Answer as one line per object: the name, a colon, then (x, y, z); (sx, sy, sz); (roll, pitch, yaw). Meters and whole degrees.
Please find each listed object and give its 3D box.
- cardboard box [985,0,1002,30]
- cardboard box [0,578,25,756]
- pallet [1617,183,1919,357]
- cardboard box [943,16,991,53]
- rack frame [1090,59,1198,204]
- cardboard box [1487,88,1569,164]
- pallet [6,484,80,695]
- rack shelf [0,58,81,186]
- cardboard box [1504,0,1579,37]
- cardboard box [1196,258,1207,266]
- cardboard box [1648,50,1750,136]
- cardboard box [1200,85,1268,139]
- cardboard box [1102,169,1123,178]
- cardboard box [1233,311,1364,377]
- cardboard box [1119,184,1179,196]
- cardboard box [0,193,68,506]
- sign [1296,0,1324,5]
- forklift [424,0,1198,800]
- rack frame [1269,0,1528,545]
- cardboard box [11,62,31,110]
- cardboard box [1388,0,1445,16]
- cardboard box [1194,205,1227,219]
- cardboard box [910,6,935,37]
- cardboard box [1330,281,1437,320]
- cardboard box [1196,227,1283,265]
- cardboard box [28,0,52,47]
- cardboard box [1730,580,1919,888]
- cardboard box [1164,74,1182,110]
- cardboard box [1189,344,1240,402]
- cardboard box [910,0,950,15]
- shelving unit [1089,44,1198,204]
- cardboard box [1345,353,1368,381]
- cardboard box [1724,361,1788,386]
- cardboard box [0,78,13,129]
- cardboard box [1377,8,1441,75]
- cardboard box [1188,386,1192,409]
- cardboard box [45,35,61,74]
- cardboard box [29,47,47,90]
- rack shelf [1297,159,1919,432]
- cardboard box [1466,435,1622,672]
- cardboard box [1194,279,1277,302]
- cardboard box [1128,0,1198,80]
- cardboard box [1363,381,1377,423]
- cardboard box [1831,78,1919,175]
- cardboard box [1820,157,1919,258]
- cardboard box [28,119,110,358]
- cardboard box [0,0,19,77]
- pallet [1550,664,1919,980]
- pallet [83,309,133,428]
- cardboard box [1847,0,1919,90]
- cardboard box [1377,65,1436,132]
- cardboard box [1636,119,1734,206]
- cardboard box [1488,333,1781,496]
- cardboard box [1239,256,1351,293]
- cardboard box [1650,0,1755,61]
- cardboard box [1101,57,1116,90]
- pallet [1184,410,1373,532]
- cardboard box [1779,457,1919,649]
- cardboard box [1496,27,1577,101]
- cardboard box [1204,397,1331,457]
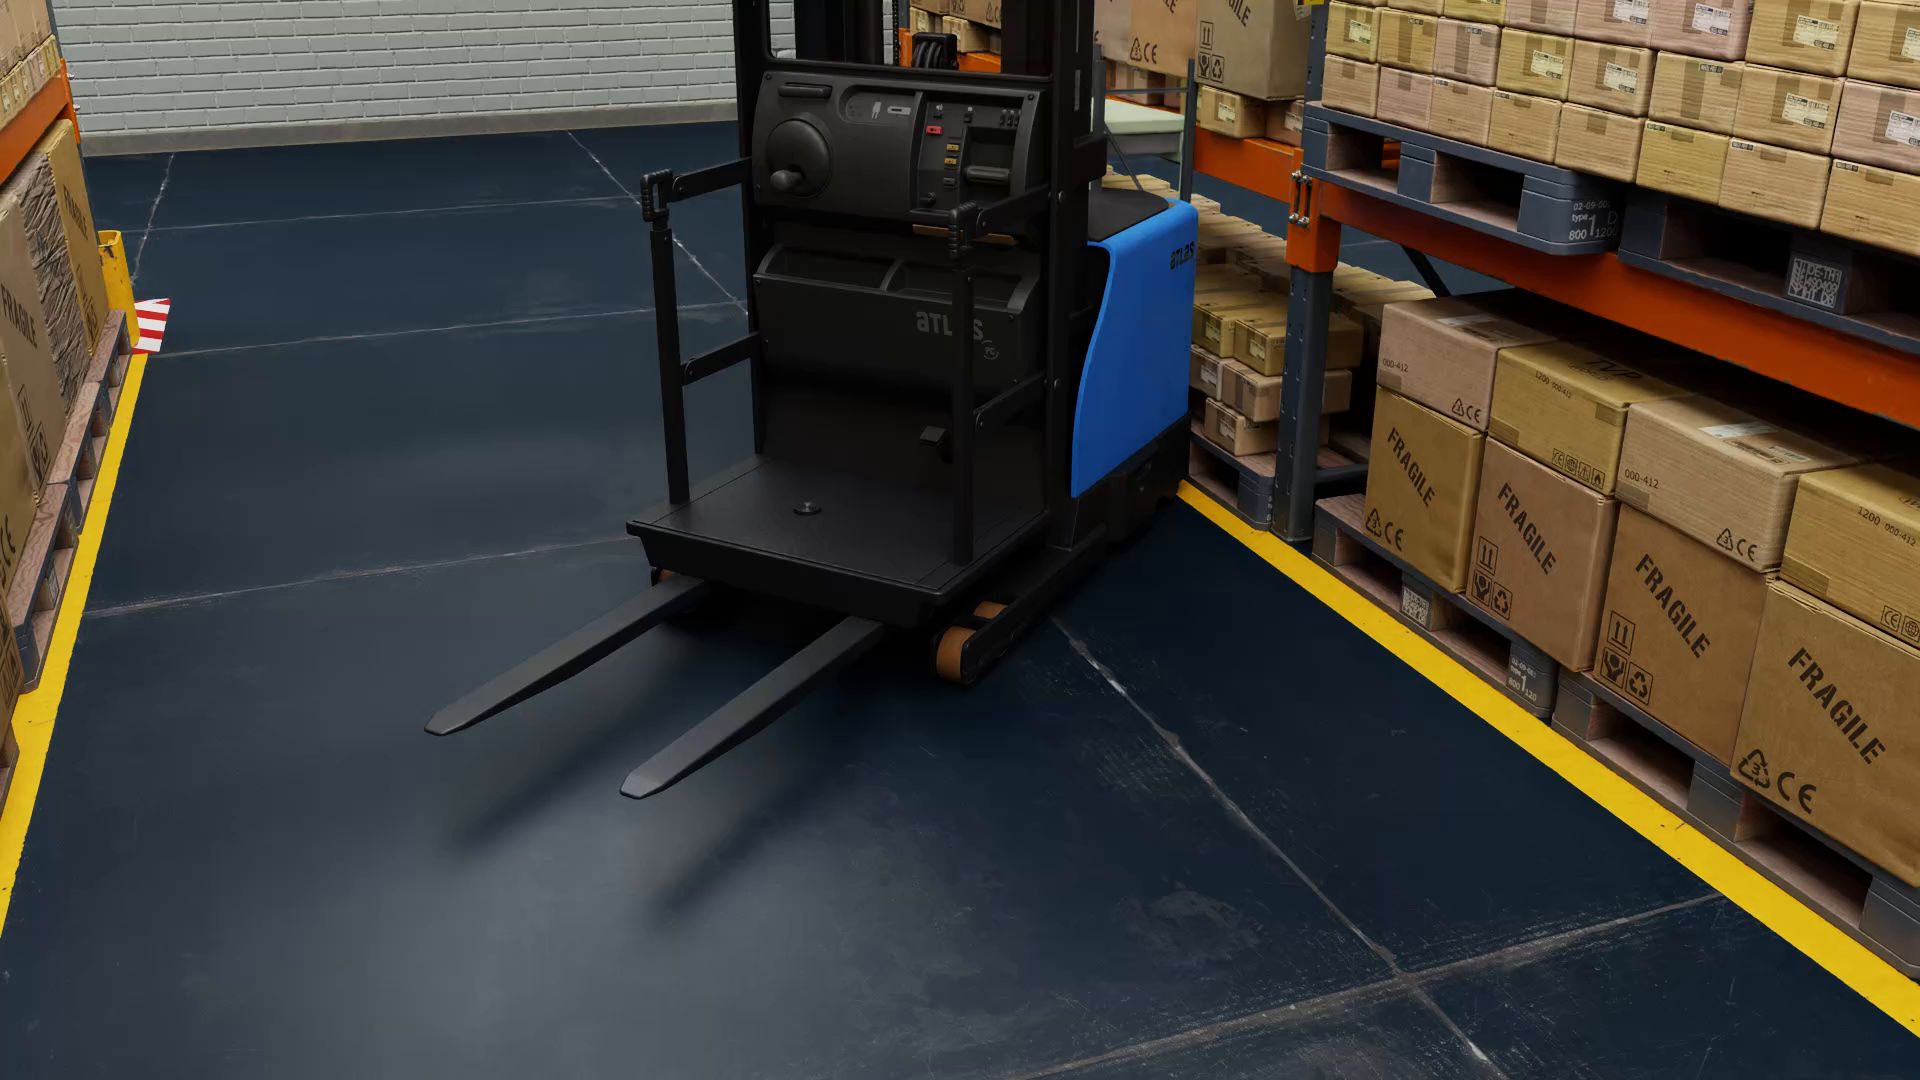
cardboard box: (0.433, -2.520, 7.356); (0.500, 0.500, 0.500); (-8, 24, -18)
cardboard box: (-2.859, 0.204, 3.599); (1.225, 0.875, 0.875); (-8, 24, -19)
pallet: (2.247, -0.627, 3.623); (1.003, 0.211, 1.213); (-8, 24, -19)
cardboard box: (0.140, -2.438, 7.997); (0.380, 0.149, 0.250); (-9, 24, -20)
rack frame: (0.638, -0.954, 5.997); (0.400, 1.500, 0.023); (-8, 22, -22)
cardboard box: (1.556, -1.044, 4.148); (0.380, 0.149, 0.250); (-8, 24, -18)
pallet: (-3.300, 0.186, 5.036); (1.003, 0.211, 1.213); (-8, 24, -19)
rack shelf: (-3.811, -1.207, 5.677); (1.077, 0.370, 4.000); (-8, 24, -19)
cardboard box: (1.559, -1.316, 4.027); (0.380, 0.149, 0.250); (-9, 24, -20)
cardboard box: (0.780, -1.070, 6.792); (0.380, 0.149, 0.250); (-10, 25, -22)
cardboard box: (1.749, -0.988, 3.632); (0.380, 0.149, 0.250); (-9, 24, -20)
cardboard box: (1.059, -1.490, 5.746); (0.380, 0.149, 0.250); (-9, 24, -20)
cardboard box: (0.618, -1.806, 8.537); (0.380, 0.149, 0.250); (-8, 24, -18)
cardboard box: (1.202, -0.703, 5.919); (0.380, 0.149, 0.250); (-8, 24, -17)
cardboard box: (0.860, -1.626, 8.111); (0.380, 0.149, 0.250); (-9, 25, -21)
cardboard box: (-3.580, -0.604, 5.515); (0.875, 0.875, 0.875); (-8, 24, -19)
sign: (1.067, -1.777, 4.990); (0.100, 0.325, 0.005); (-8, 24, -19)
forklift: (-0.301, -1.136, 4.672); (1.130, 2.935, 3.031); (12, 26, 26)
rack frame: (1.572, -1.455, 5.341); (1.000, 3.000, 0.127); (-8, 24, -19)
cardboard box: (-3.721, -1.694, 6.231); (0.380, 0.149, 0.250); (-9, 24, -20)
cardboard box: (1.385, -1.501, 4.465); (0.380, 0.149, 0.250); (-8, 24, -18)
cardboard box: (0.997, -1.426, 7.634); (0.380, 0.149, 0.250); (-9, 25, -21)
cardboard box: (-0.034, -2.630, 8.452); (0.380, 0.149, 0.250); (-9, 24, -19)
cardboard box: (1.602, -0.871, 6.319); (0.380, 0.149, 0.250); (-7, 24, -16)
cardboard box: (1.166, -1.239, 7.192); (0.380, 0.149, 0.250); (-9, 25, -21)
cardboard box: (-4.098, -2.193, 6.902); (0.500, 0.250, 0.500); (-9, 24, -20)
cardboard box: (2.126, 0.374, 3.678); (0.500, 0.500, 0.500); (-9, 25, -21)
cardboard box: (0.993, -1.698, 6.241); (0.380, 0.149, 0.250); (-9, 24, -20)
cardboard box: (1.056, -0.640, 6.153); (0.380, 0.149, 0.250); (-10, 25, -22)
cardboard box: (0.059, -2.891, 8.235); (0.500, 0.500, 0.500); (-7, 24, -16)
shelving unit: (0.493, -1.074, 6.311); (0.431, 1.500, 0.755); (-8, 22, -22)
cardboard box: (1.570, -0.727, 6.361); (0.380, 0.149, 0.250); (-8, 24, -19)
cardboard box: (2.240, -0.418, 4.592); (0.500, 0.250, 0.500); (-7, 24, -16)
cardboard box: (-3.544, -1.510, 5.793); (0.380, 0.149, 0.250); (-8, 24, -18)
cardboard box: (1.374, -1.370, 4.538); (0.380, 0.149, 0.250); (-9, 24, -20)
cardboard box: (0.947, -0.624, 6.498); (0.380, 0.149, 0.250); (-9, 25, -21)
cardboard box: (-4.083, -2.065, 7.111); (0.380, 0.149, 0.250); (-8, 24, -18)
cardboard box: (-3.902, -1.879, 6.669); (0.380, 0.149, 0.250); (-8, 24, -19)
rack shelf: (2.278, -0.397, 3.756); (1.077, 0.370, 4.000); (-8, 24, -19)
cardboard box: (1.773, 0.000, 4.566); (0.500, 0.500, 0.500); (-7, 24, -17)
cardboard box: (0.980, -0.880, 6.339); (0.380, 0.149, 0.250); (-9, 24, -19)
cardboard box: (0.954, -1.964, 6.037); (0.500, 0.500, 0.500); (-9, 24, -20)
cardboard box: (1.744, -0.512, 6.232); (0.380, 0.149, 0.250); (-9, 25, -21)
cardboard box: (1.926, -0.802, 3.191); (0.380, 0.149, 0.250); (-8, 24, -18)
cardboard box: (1.932, -0.663, 3.243); (0.380, 0.149, 0.250); (-8, 24, -17)
cardboard box: (-4.216, -1.258, 7.067); (0.875, 0.875, 0.875); (-8, 24, -19)
cardboard box: (-3.739, -1.824, 6.026); (0.500, 0.250, 0.500); (-9, 25, -21)
pallet: (2.283, 0.556, 4.158); (1.003, 0.211, 1.213); (-8, 24, -19)
pallet: (-4.162, -0.700, 7.139); (1.003, 0.211, 1.213); (-8, 24, -19)
cardboard box: (1.928, -0.939, 3.133); (0.380, 0.149, 0.250); (-7, 24, -16)
cardboard box: (1.384, -1.227, 4.582); (0.380, 0.149, 0.250); (-8, 24, -18)
cardboard box: (1.747, -0.853, 3.695); (0.380, 0.149, 0.250); (-9, 24, -20)
cardboard box: (1.776, -0.345, 4.418); (0.500, 0.250, 0.500); (-8, 24, -18)
cardboard box: (1.353, -1.048, 6.738); (0.380, 0.149, 0.250); (-9, 24, -20)
cardboard box: (1.738, -1.131, 3.589); (0.380, 0.149, 0.250); (-7, 24, -17)
cardboard box: (0.788, -1.887, 6.688); (0.380, 0.149, 0.250); (-9, 24, -20)
pallet: (1.301, -0.410, 6.450); (1.003, 0.211, 1.213); (-8, 24, -19)
cardboard box: (2.144, 0.029, 3.530); (0.500, 0.250, 0.500); (-8, 24, -18)
cardboard box: (1.558, -1.182, 4.092); (0.380, 0.149, 0.250); (-9, 25, -21)
cardboard box: (1.114, -0.431, 6.040); (0.380, 0.149, 0.250); (-8, 24, -18)
